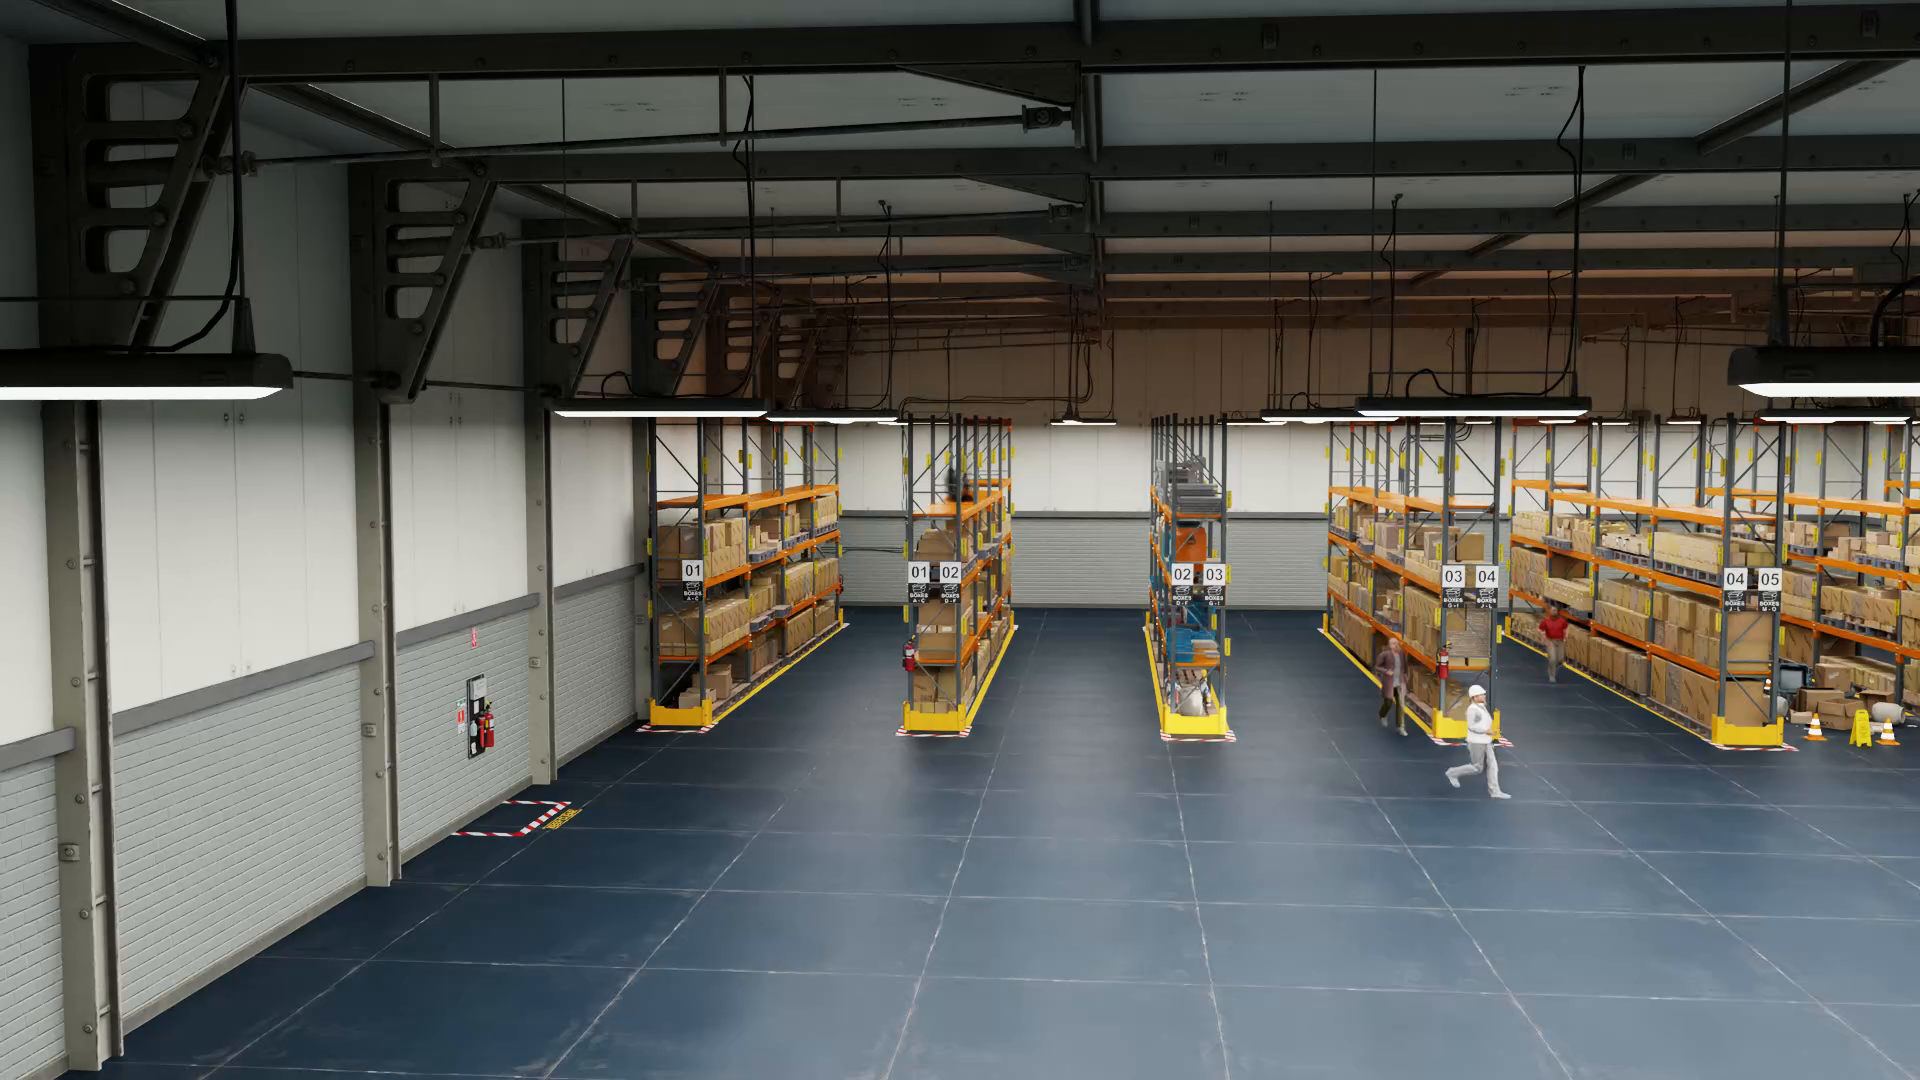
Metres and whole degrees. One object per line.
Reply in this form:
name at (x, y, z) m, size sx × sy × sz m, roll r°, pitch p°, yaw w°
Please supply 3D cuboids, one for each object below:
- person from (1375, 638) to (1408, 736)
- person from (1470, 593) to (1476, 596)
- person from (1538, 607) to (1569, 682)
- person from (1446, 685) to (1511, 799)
person at (8.114, 2.714, 31.188) m, size 0.709 × 1.777 × 1.070 m, roll 0°, pitch 4°, yaw -6°
person at (13.840, 1.913, 45.033) m, size 0.603 × 1.594 × 0.580 m, roll 1°, pitch 4°, yaw 14°
person at (13.458, 2.353, 37.683) m, size 0.661 × 1.697 × 0.564 m, roll 1°, pitch 4°, yaw 8°
person at (8.047, 3.113, 25.748) m, size 0.971 × 1.741 × 0.676 m, roll 3°, pitch 5°, yaw 34°
